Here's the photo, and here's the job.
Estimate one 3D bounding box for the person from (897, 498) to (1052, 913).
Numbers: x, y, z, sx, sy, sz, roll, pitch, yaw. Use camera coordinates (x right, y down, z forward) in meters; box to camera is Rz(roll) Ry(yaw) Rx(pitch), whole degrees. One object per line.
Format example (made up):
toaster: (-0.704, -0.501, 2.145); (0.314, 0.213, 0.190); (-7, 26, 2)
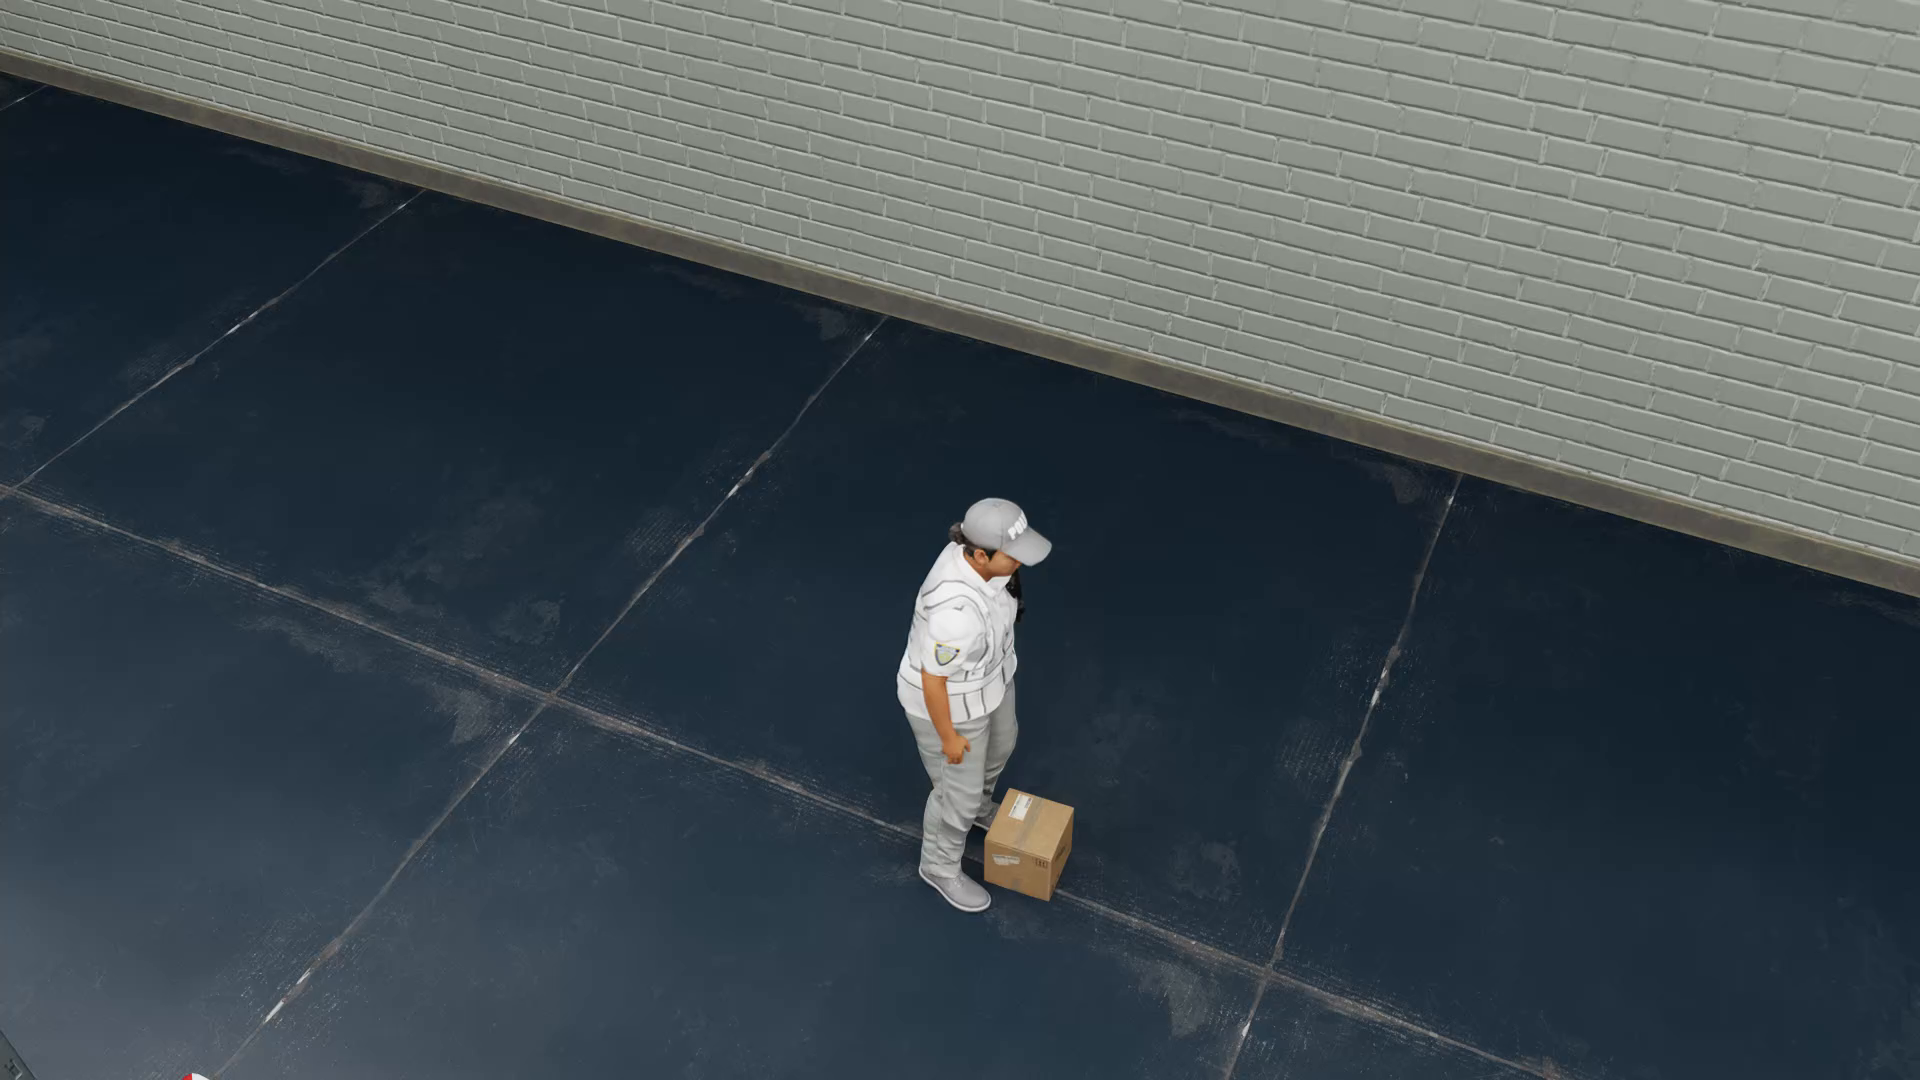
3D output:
person: (0.042, 0.520, 5.584); (0.467, 1.665, 0.555); (15, 44, 16)
